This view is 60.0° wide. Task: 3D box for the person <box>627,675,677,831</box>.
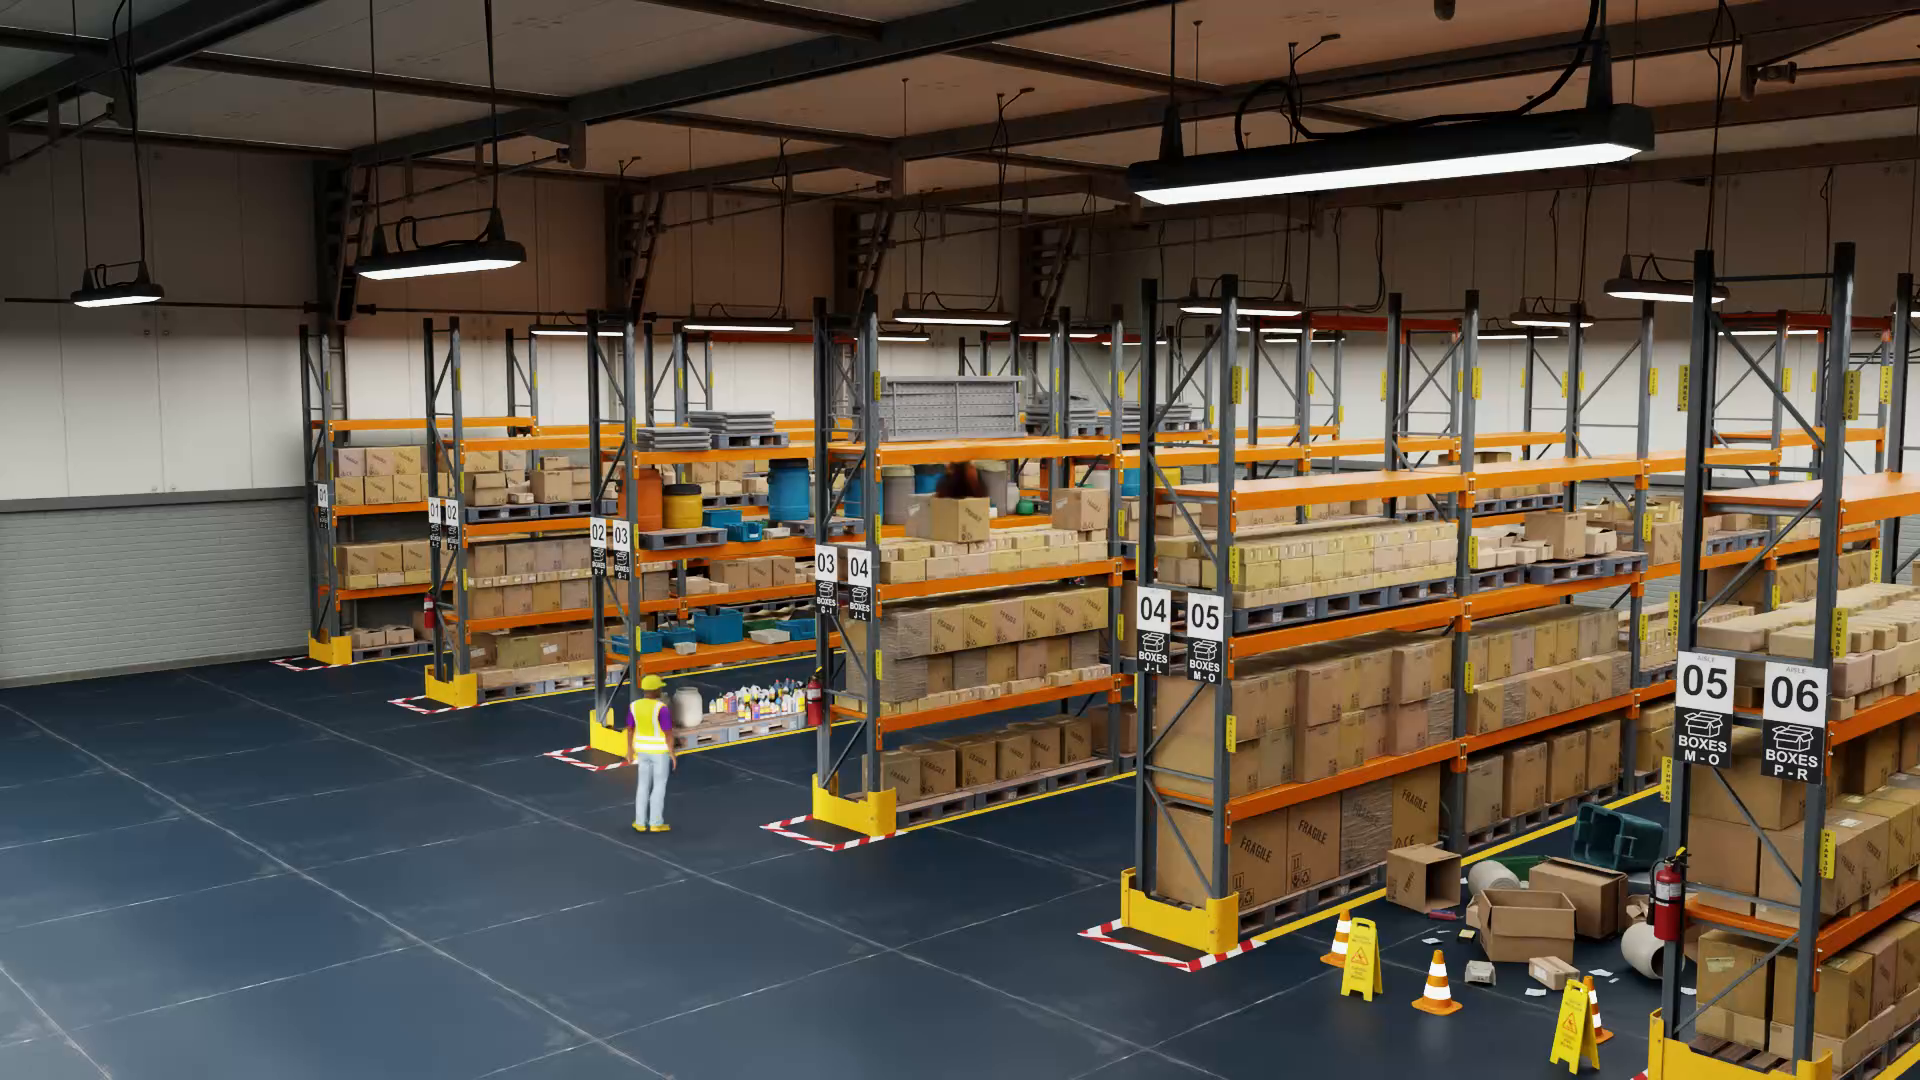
[{"bbox_3d":[-3.492,2.403,18.738,0.682,1.796,0.381,3,6,25],"label":"person"}]
